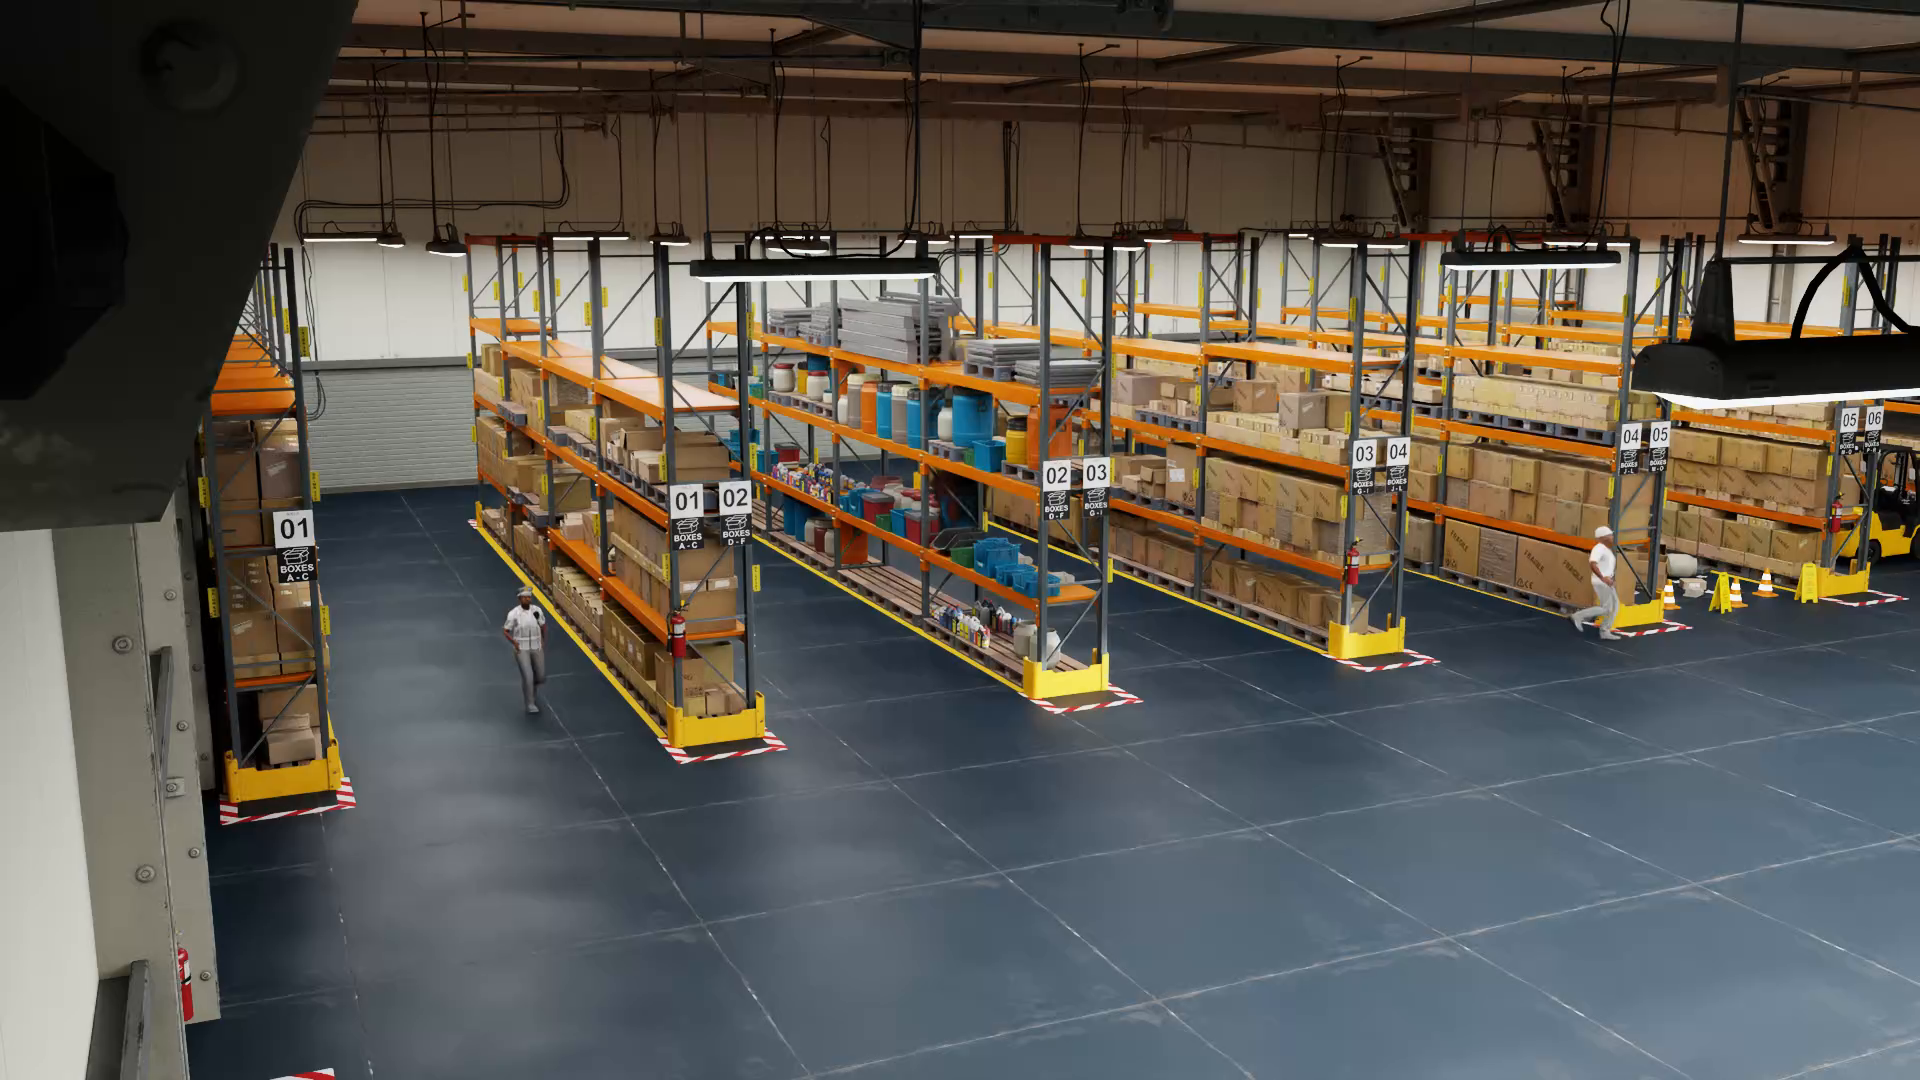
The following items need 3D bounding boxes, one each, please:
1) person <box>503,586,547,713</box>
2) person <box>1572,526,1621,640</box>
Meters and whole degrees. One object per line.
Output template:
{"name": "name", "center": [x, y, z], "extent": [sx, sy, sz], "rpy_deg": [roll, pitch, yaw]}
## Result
{"name": "person", "center": [-5.622, 1.396, 21.587], "extent": [0.574, 1.649, 0.566], "rpy_deg": [-6, 13, -30]}
{"name": "person", "center": [9.772, 0.644, 25.375], "extent": [0.725, 1.715, 0.756], "rpy_deg": [5, 12, 25]}
